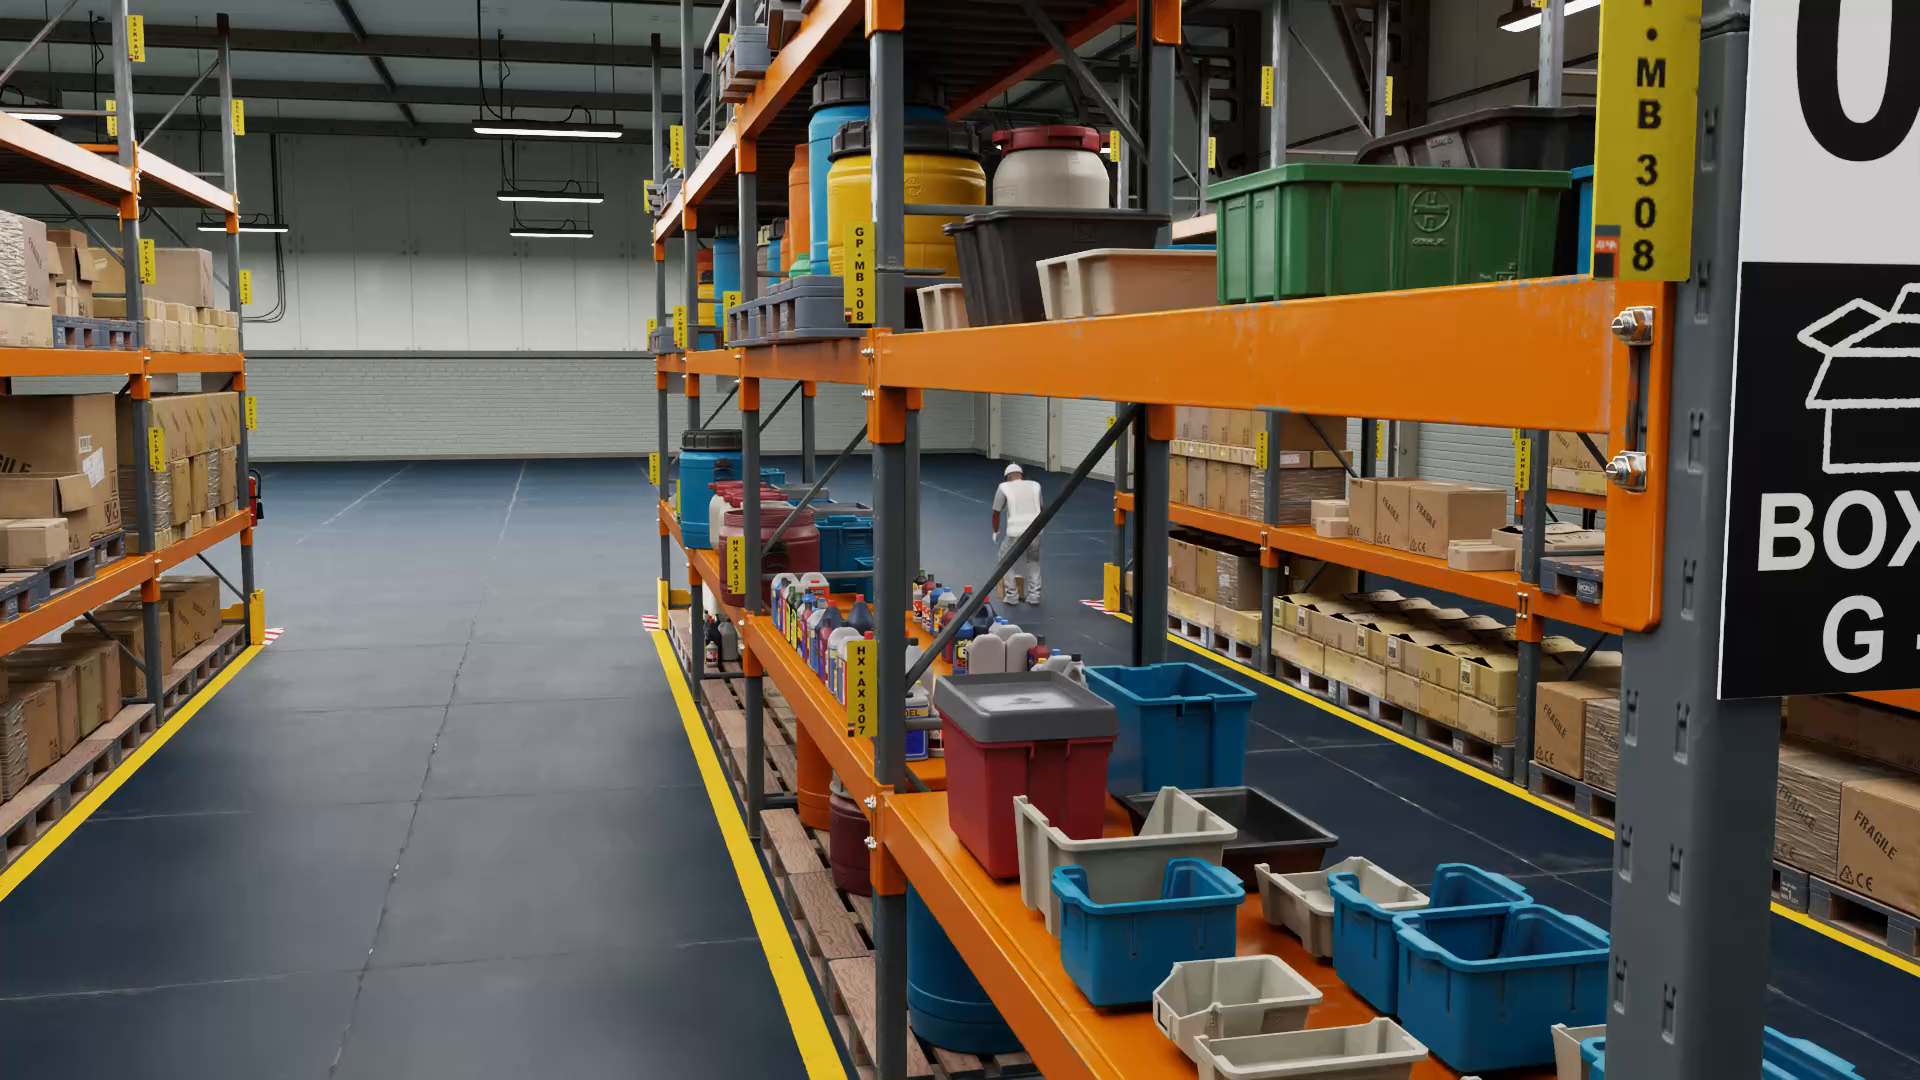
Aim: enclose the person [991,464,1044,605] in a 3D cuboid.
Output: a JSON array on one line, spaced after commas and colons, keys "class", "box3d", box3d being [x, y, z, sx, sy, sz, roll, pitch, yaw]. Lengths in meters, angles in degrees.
[{"class": "person", "box3d": [0.663, -0.068, 18.930, 0.604, 1.578, 0.652, -1, 6, -13]}]
